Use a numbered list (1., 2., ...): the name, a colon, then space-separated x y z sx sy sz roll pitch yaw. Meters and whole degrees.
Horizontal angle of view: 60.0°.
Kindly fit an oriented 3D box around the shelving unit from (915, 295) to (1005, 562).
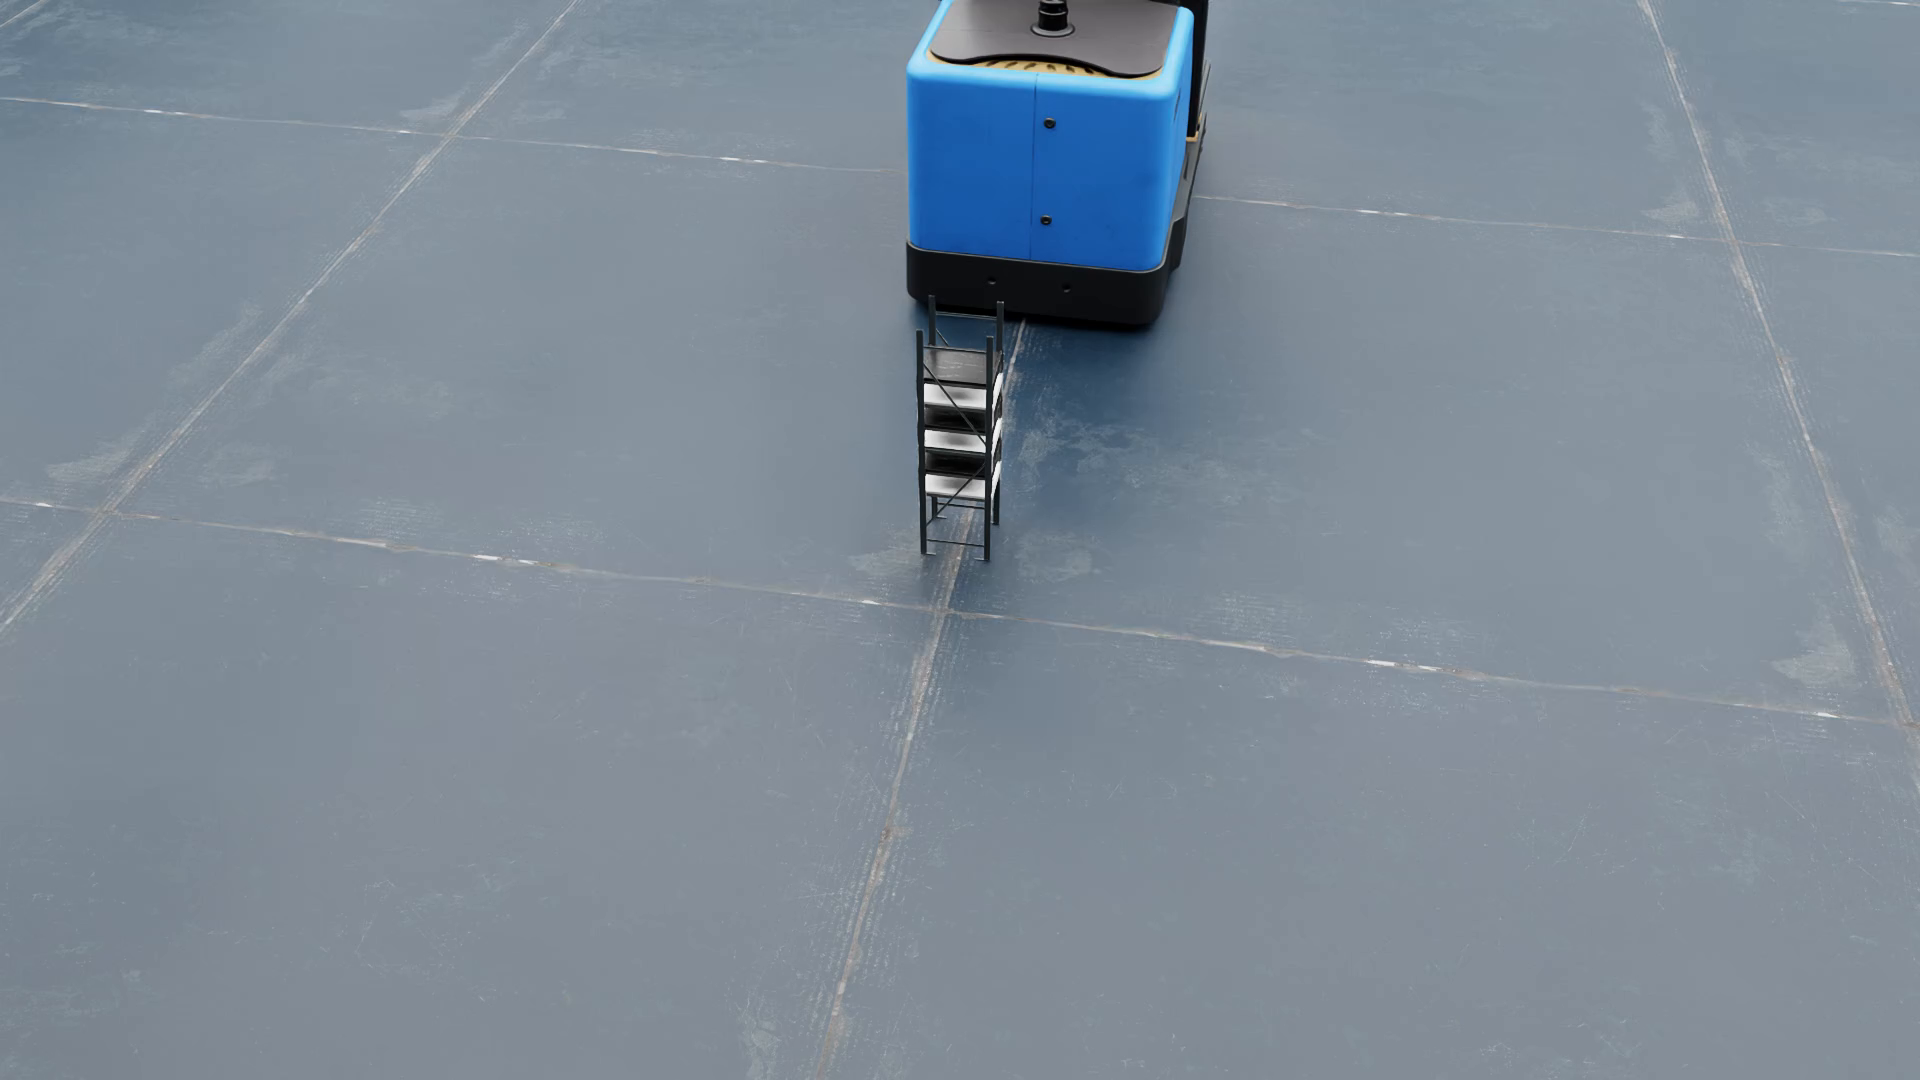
1. shelving unit: 0.001 -0.352 5.469 0.258 0.900 0.210 6 40 8

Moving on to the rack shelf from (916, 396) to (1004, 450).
1. rack shelf: 0.001 -0.396 5.433 0.258 0.077 0.200 6 40 8

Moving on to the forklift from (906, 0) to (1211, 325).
1. forklift: 0.579 -2.938 7.004 1.130 2.935 3.031 7 40 9

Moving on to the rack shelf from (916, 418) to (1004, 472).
1. rack shelf: 0.001 -0.326 5.491 0.258 0.077 0.200 6 40 8

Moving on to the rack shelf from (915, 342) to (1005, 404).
1. rack shelf: 0.001 -0.534 5.319 0.258 0.077 0.200 6 40 8

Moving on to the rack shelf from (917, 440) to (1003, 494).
1. rack shelf: 0.001 -0.257 5.548 0.258 0.077 0.200 6 40 8

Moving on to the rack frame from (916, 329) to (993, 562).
1. rack frame: -0.016 -0.288 5.392 0.240 0.900 0.006 6 40 8

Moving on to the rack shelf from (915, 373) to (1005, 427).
1. rack shelf: 0.001 -0.465 5.376 0.258 0.077 0.200 6 40 8

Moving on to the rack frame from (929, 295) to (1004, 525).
1. rack frame: 0.019 -0.416 5.547 0.240 0.900 0.006 6 40 8

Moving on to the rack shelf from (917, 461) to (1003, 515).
1. rack shelf: 0.001 -0.187 5.605 0.258 0.077 0.200 6 40 8
